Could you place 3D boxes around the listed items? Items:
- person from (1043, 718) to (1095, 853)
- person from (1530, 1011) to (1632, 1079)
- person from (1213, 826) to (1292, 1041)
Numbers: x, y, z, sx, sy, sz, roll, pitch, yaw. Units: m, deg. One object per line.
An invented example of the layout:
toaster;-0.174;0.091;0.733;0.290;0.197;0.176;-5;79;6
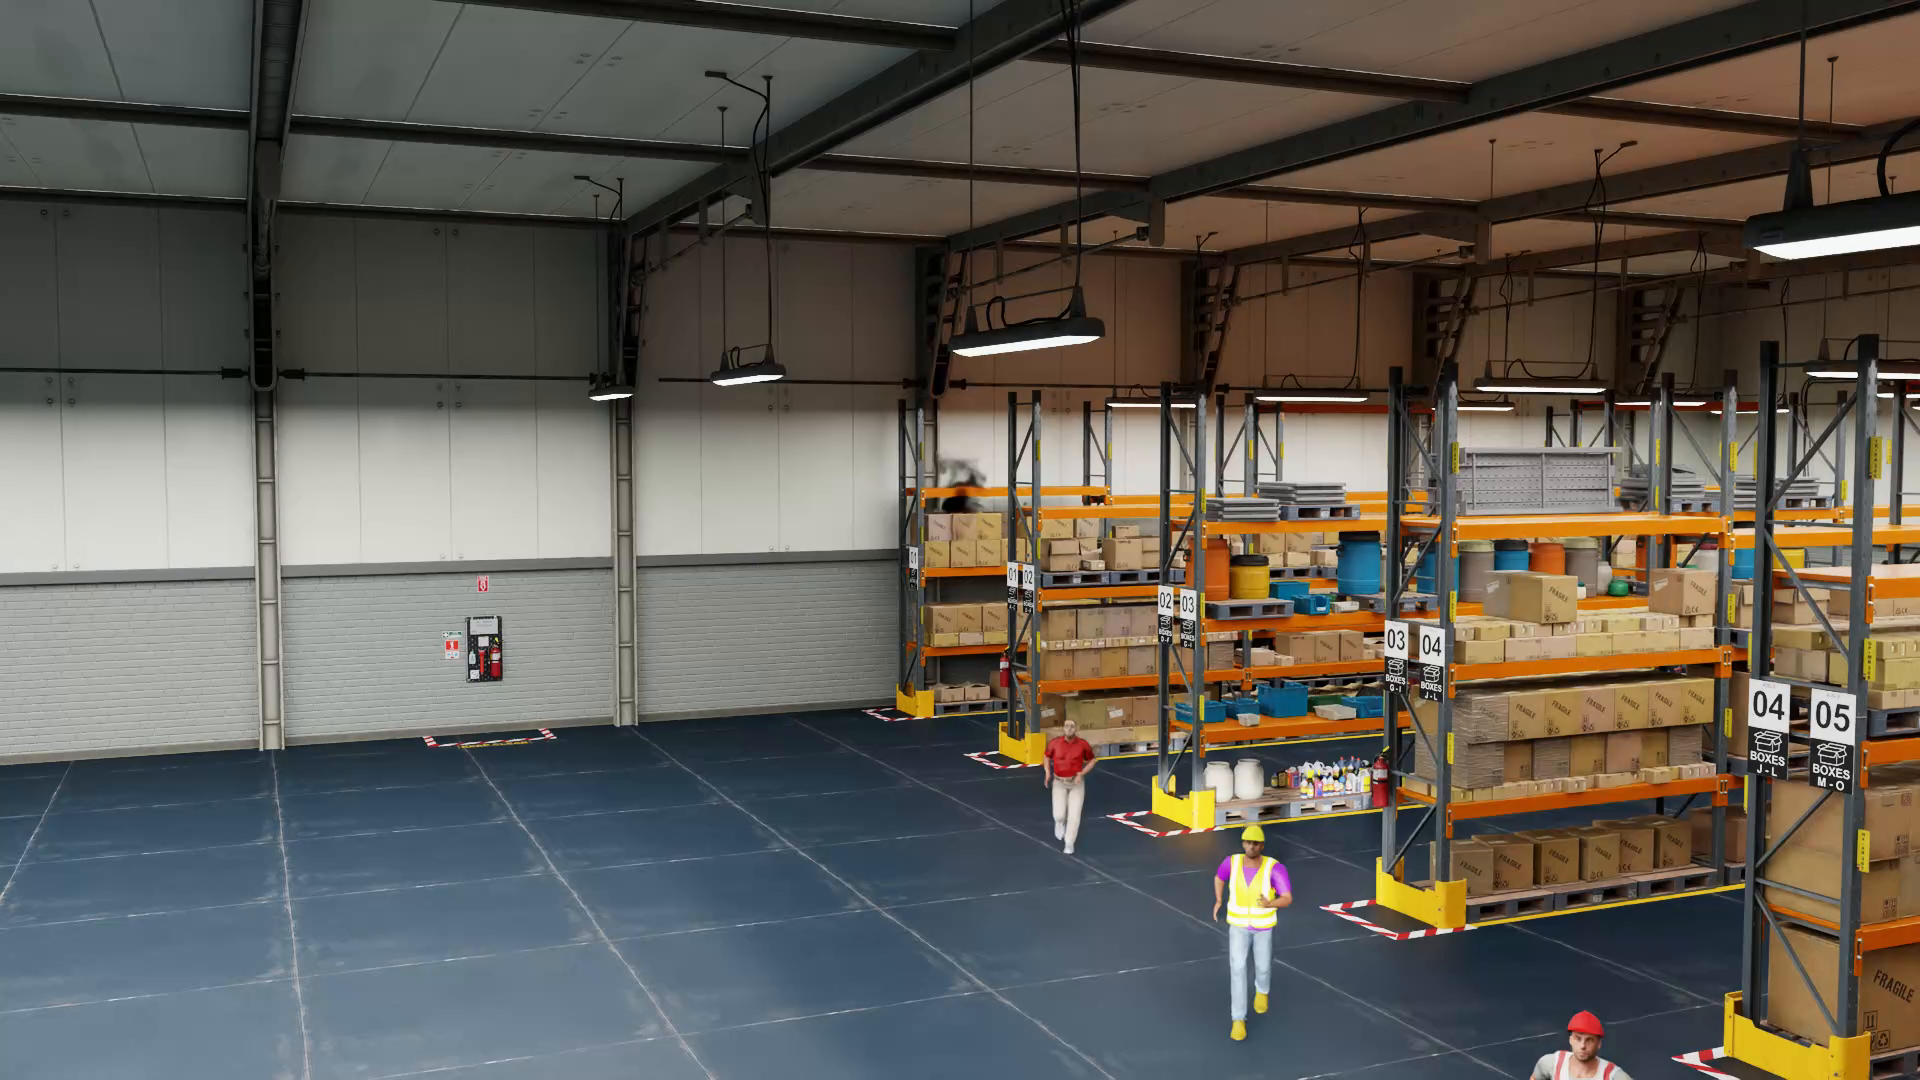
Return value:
person;1.375;3.100;21.038;0.665;1.687;0.600;0;3;6
person;3.652;3.661;9.788;0.663;1.795;0.930;2;4;25
person;2.566;3.389;14.634;0.702;1.757;0.969;1;3;15
